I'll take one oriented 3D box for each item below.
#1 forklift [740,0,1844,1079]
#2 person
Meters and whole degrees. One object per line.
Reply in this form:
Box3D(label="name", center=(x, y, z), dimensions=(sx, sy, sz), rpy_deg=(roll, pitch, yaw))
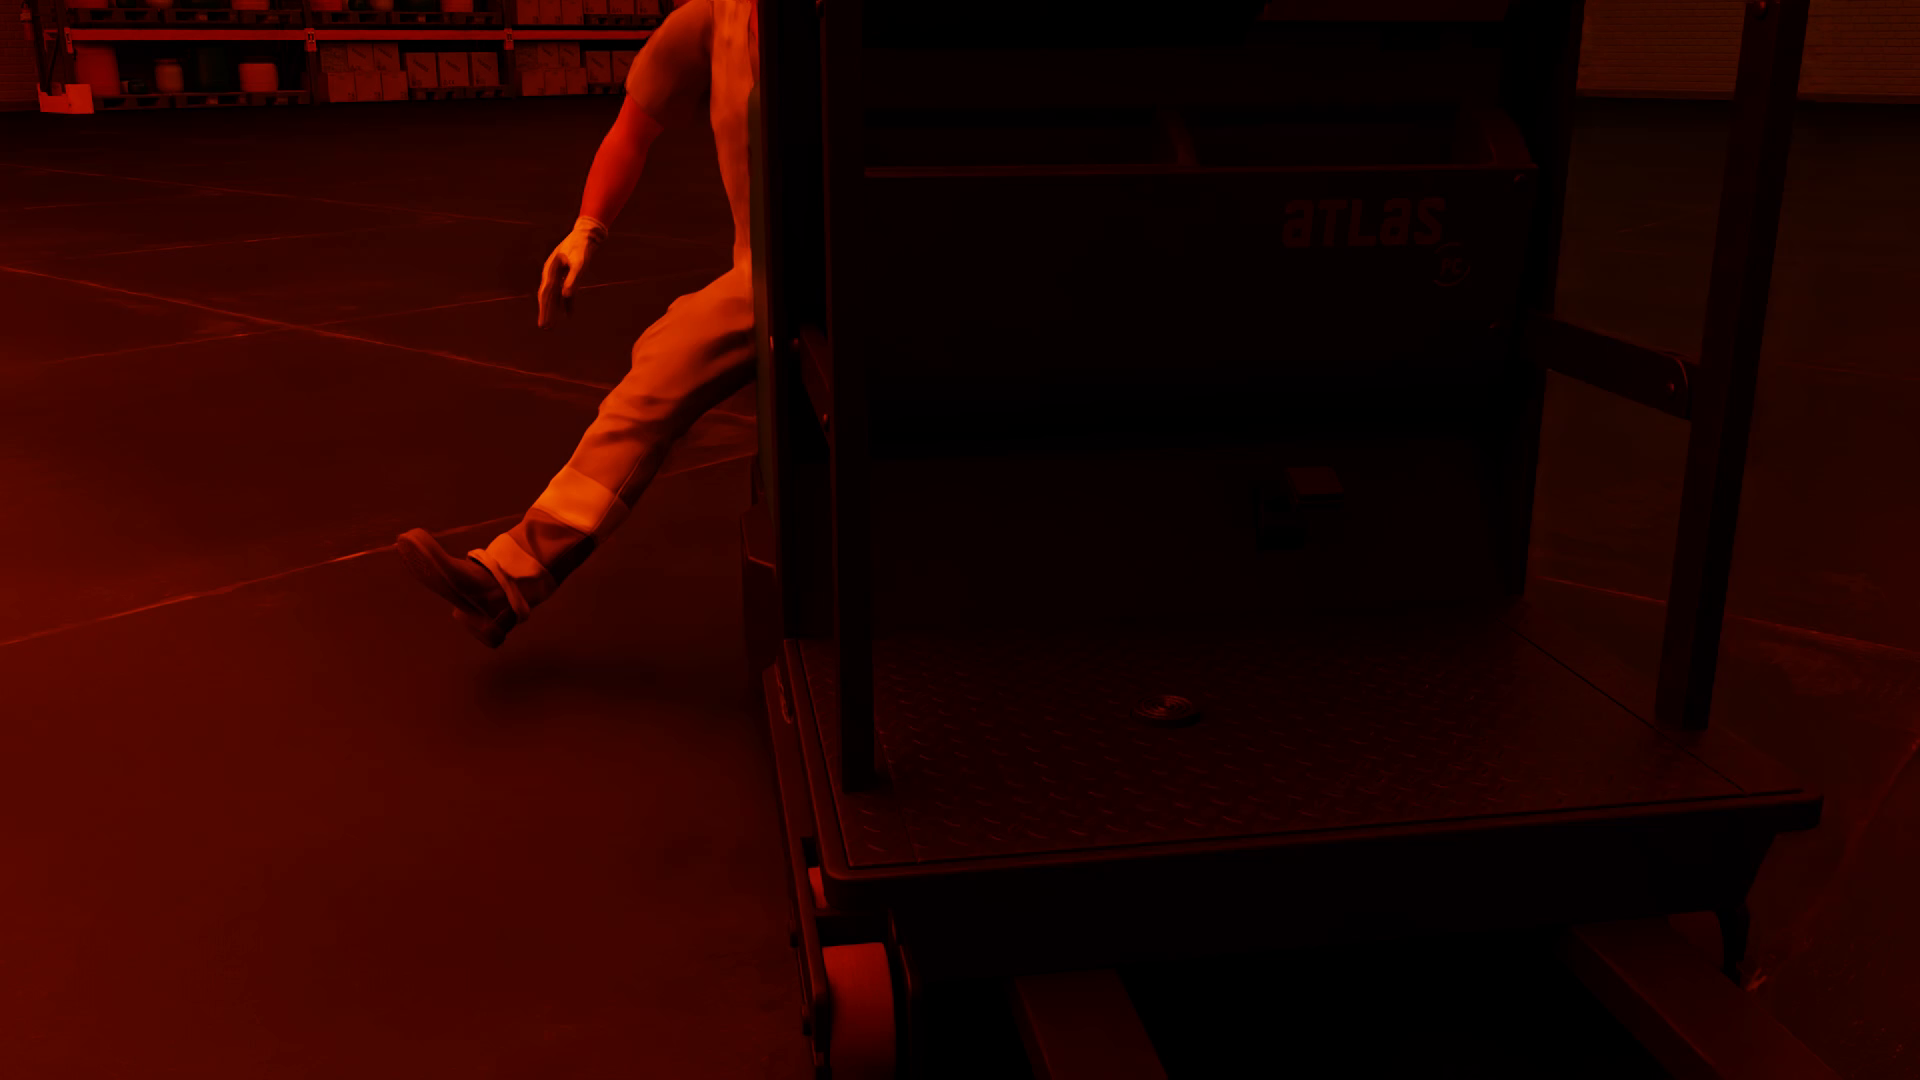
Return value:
Box3D(label="forklift", center=(0.327, -0.892, 1.834), dimensions=(1.130, 2.935, 3.031), rpy_deg=(-3, 17, -9))
Box3D(label="person", center=(-0.309, -0.496, 3.059), dimensions=(1.102, 1.421, 1.069), rpy_deg=(8, 19, 26))
